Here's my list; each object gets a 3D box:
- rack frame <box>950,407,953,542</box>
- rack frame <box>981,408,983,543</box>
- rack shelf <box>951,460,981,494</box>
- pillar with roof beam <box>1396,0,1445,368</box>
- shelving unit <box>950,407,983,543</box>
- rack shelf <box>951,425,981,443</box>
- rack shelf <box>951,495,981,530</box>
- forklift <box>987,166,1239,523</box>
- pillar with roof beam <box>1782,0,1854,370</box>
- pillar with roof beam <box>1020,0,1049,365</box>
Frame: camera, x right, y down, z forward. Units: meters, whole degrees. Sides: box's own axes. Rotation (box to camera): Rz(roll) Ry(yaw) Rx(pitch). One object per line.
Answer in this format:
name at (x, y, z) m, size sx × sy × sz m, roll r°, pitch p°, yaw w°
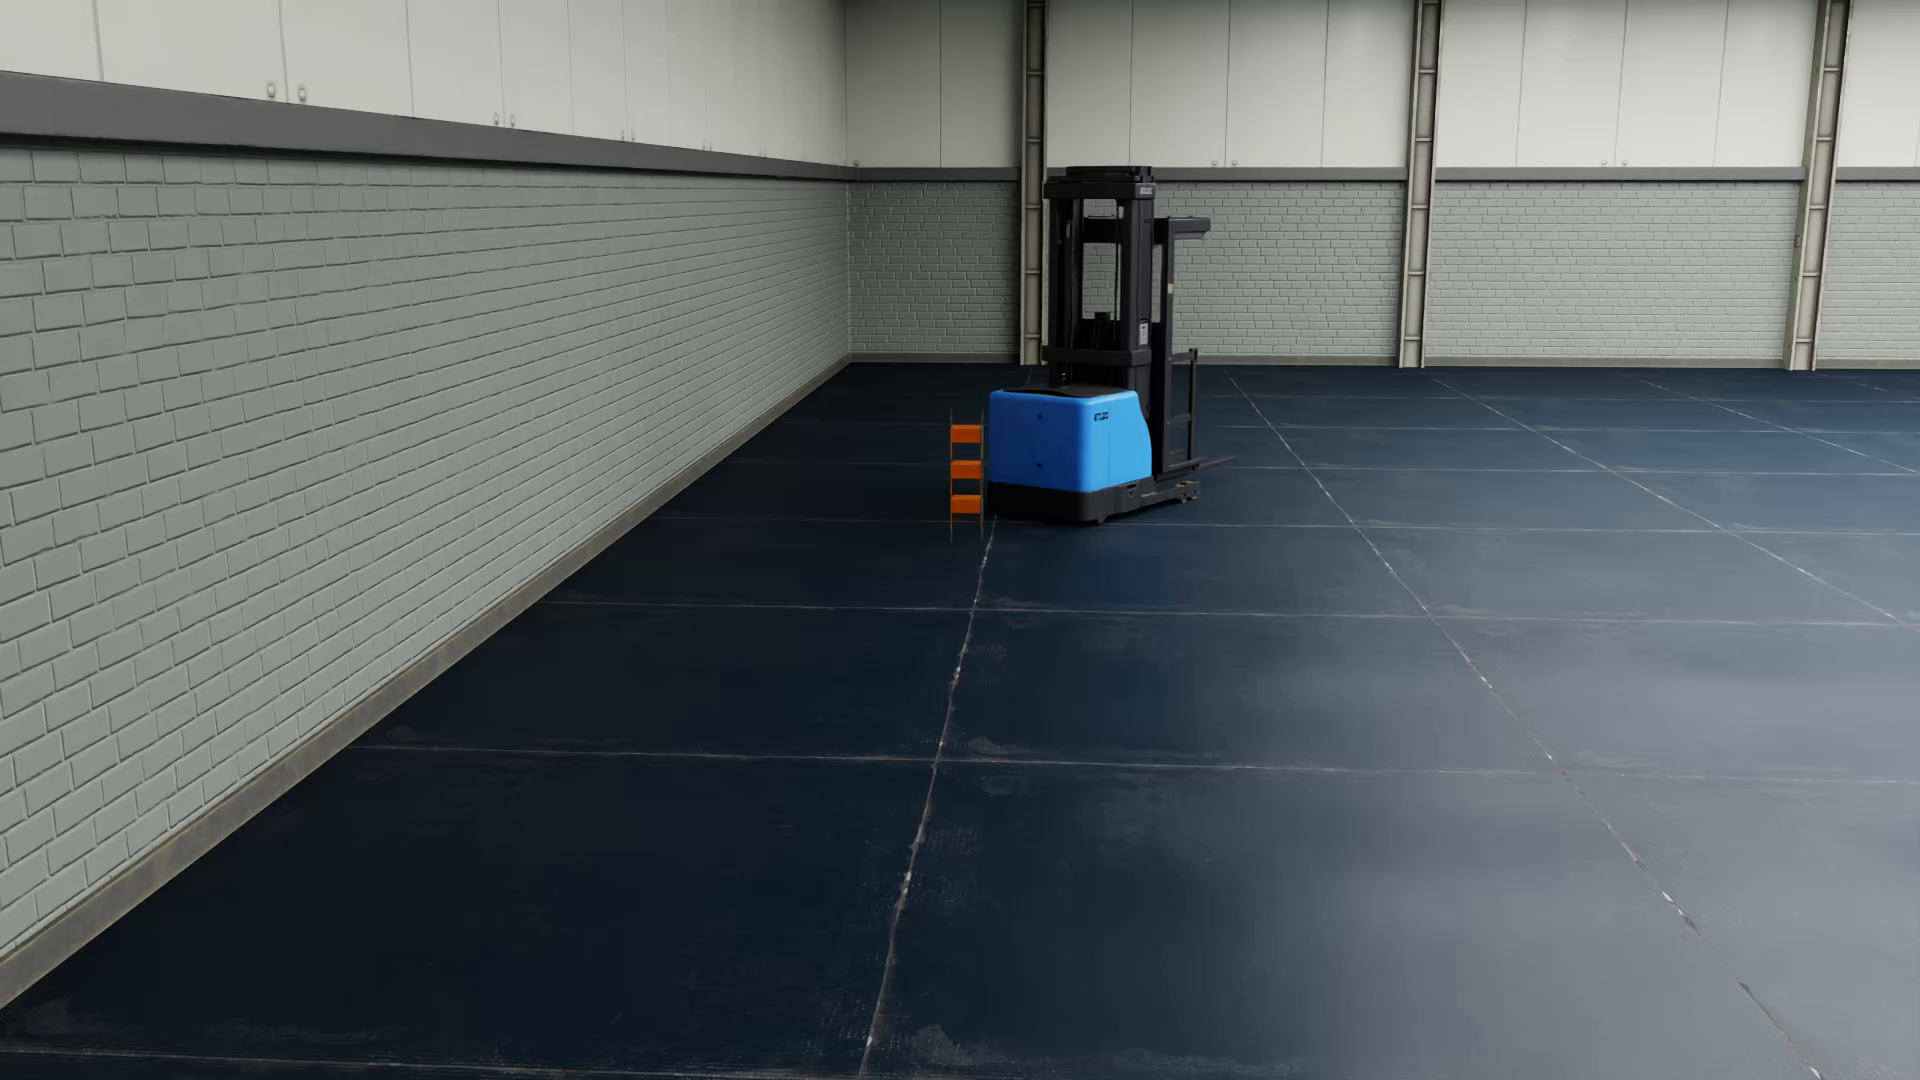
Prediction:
rack frame at (-0.068, -0.515, 13.165) m, size 0.008 × 1.050 × 0.200 m, roll 1°, pitch 12°, yaw 4°
rack frame at (0.175, -0.511, 13.149) m, size 0.008 × 1.050 × 0.200 m, roll 1°, pitch 12°, yaw 4°
rack shelf at (0.053, -0.503, 13.159) m, size 0.240 × 0.259 × 0.215 m, roll 1°, pitch 12°, yaw 4°
pillar with roof beam at (6.870, -6.286, 21.341) m, size 0.400 × 9.000 × 9.100 m, roll 1°, pitch 12°, yaw 4°
shelving unit at (0.053, -0.513, 13.157) m, size 0.252 × 1.050 × 0.215 m, roll 1°, pitch 12°, yaw 4°
rack shelf at (0.053, -0.781, 13.101) m, size 0.240 × 0.259 × 0.215 m, roll 1°, pitch 12°, yaw 4°
rack shelf at (0.053, -0.231, 13.216) m, size 0.240 × 0.259 × 0.215 m, roll 1°, pitch 12°, yaw 4°
forklift at (1.519, -1.821, 14.815) m, size 1.130 × 2.935 × 3.031 m, roll 9°, pitch 15°, yaw 36°
pillar with roof beam at (12.857, -6.204, 20.949) m, size 0.400 × 9.000 × 9.100 m, roll 1°, pitch 12°, yaw 4°
pillar with roof beam at (0.883, -6.368, 21.734) m, size 0.400 × 9.000 × 9.100 m, roll 1°, pitch 12°, yaw 4°
